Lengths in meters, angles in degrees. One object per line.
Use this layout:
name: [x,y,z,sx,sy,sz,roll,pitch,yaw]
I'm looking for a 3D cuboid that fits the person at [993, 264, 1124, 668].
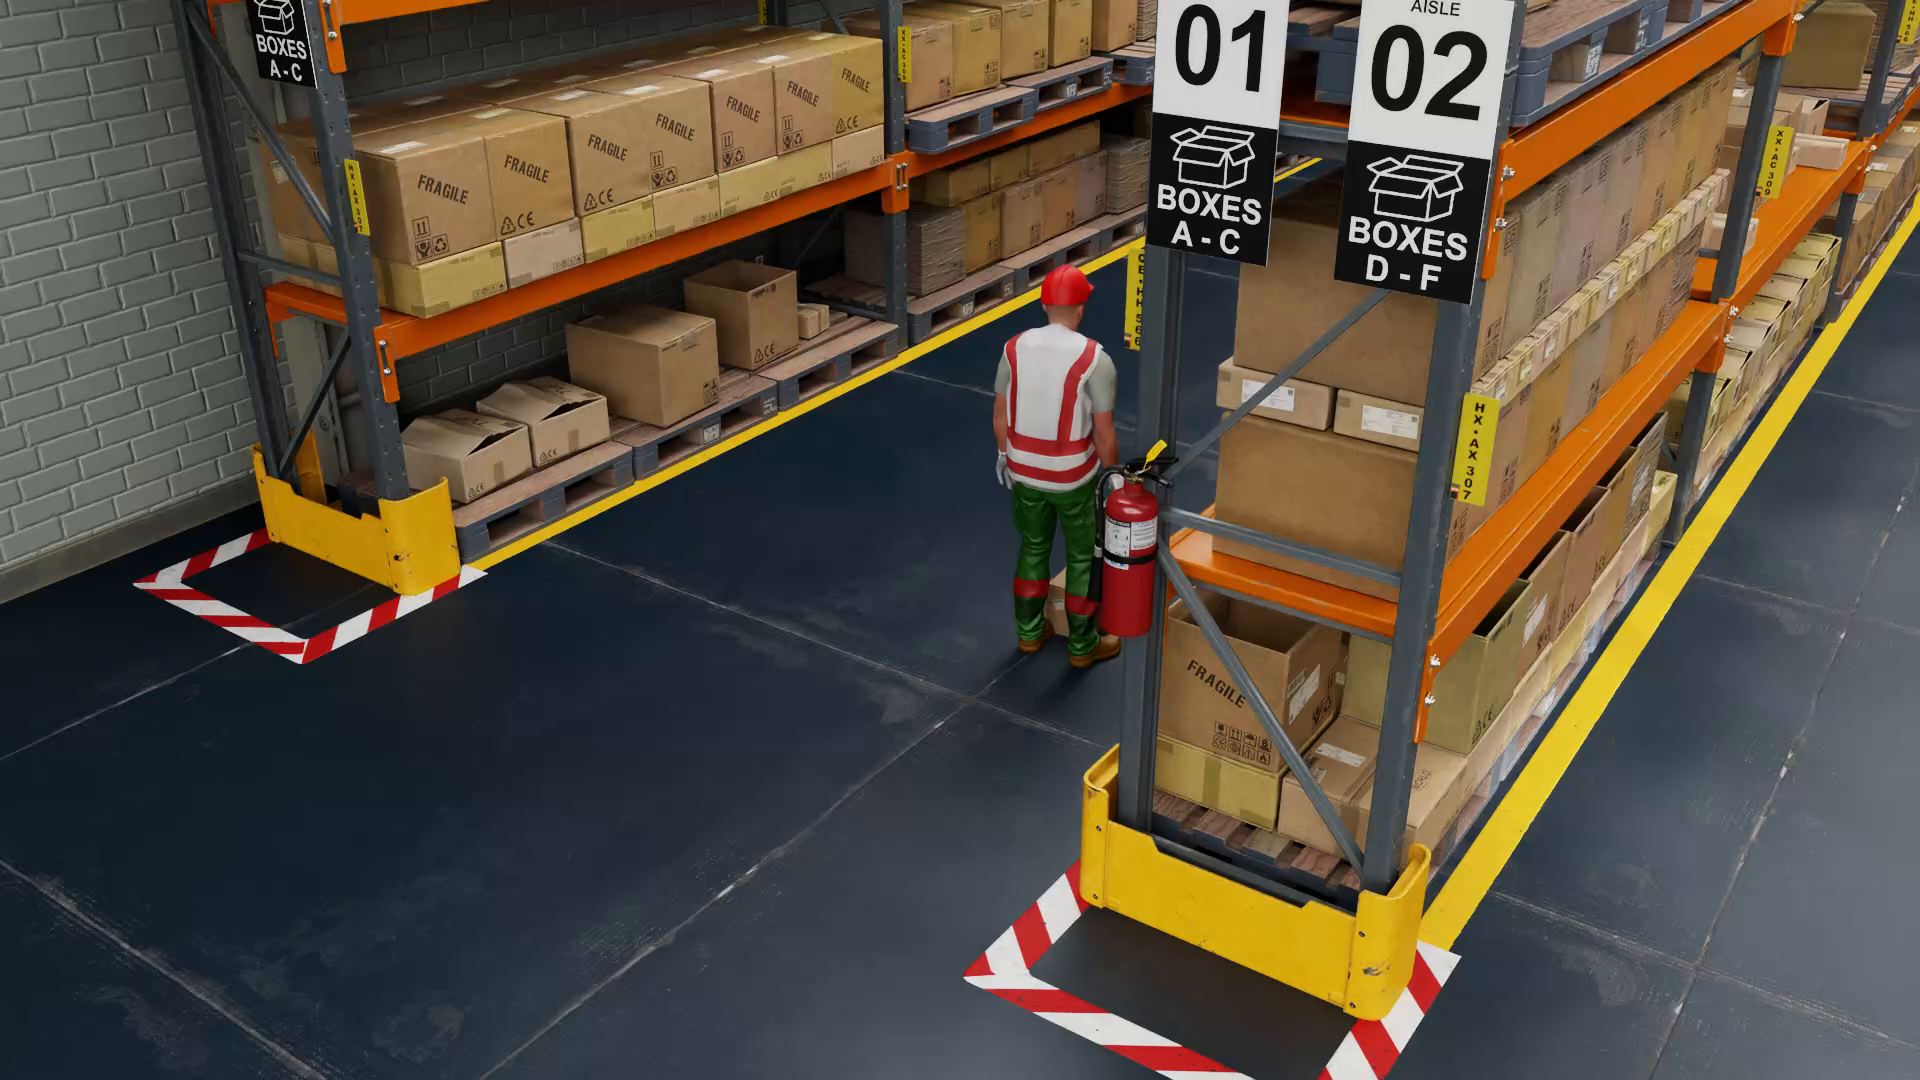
person: [0.430,-0.309,7.216,0.616,1.778,0.453,15,30,27]
